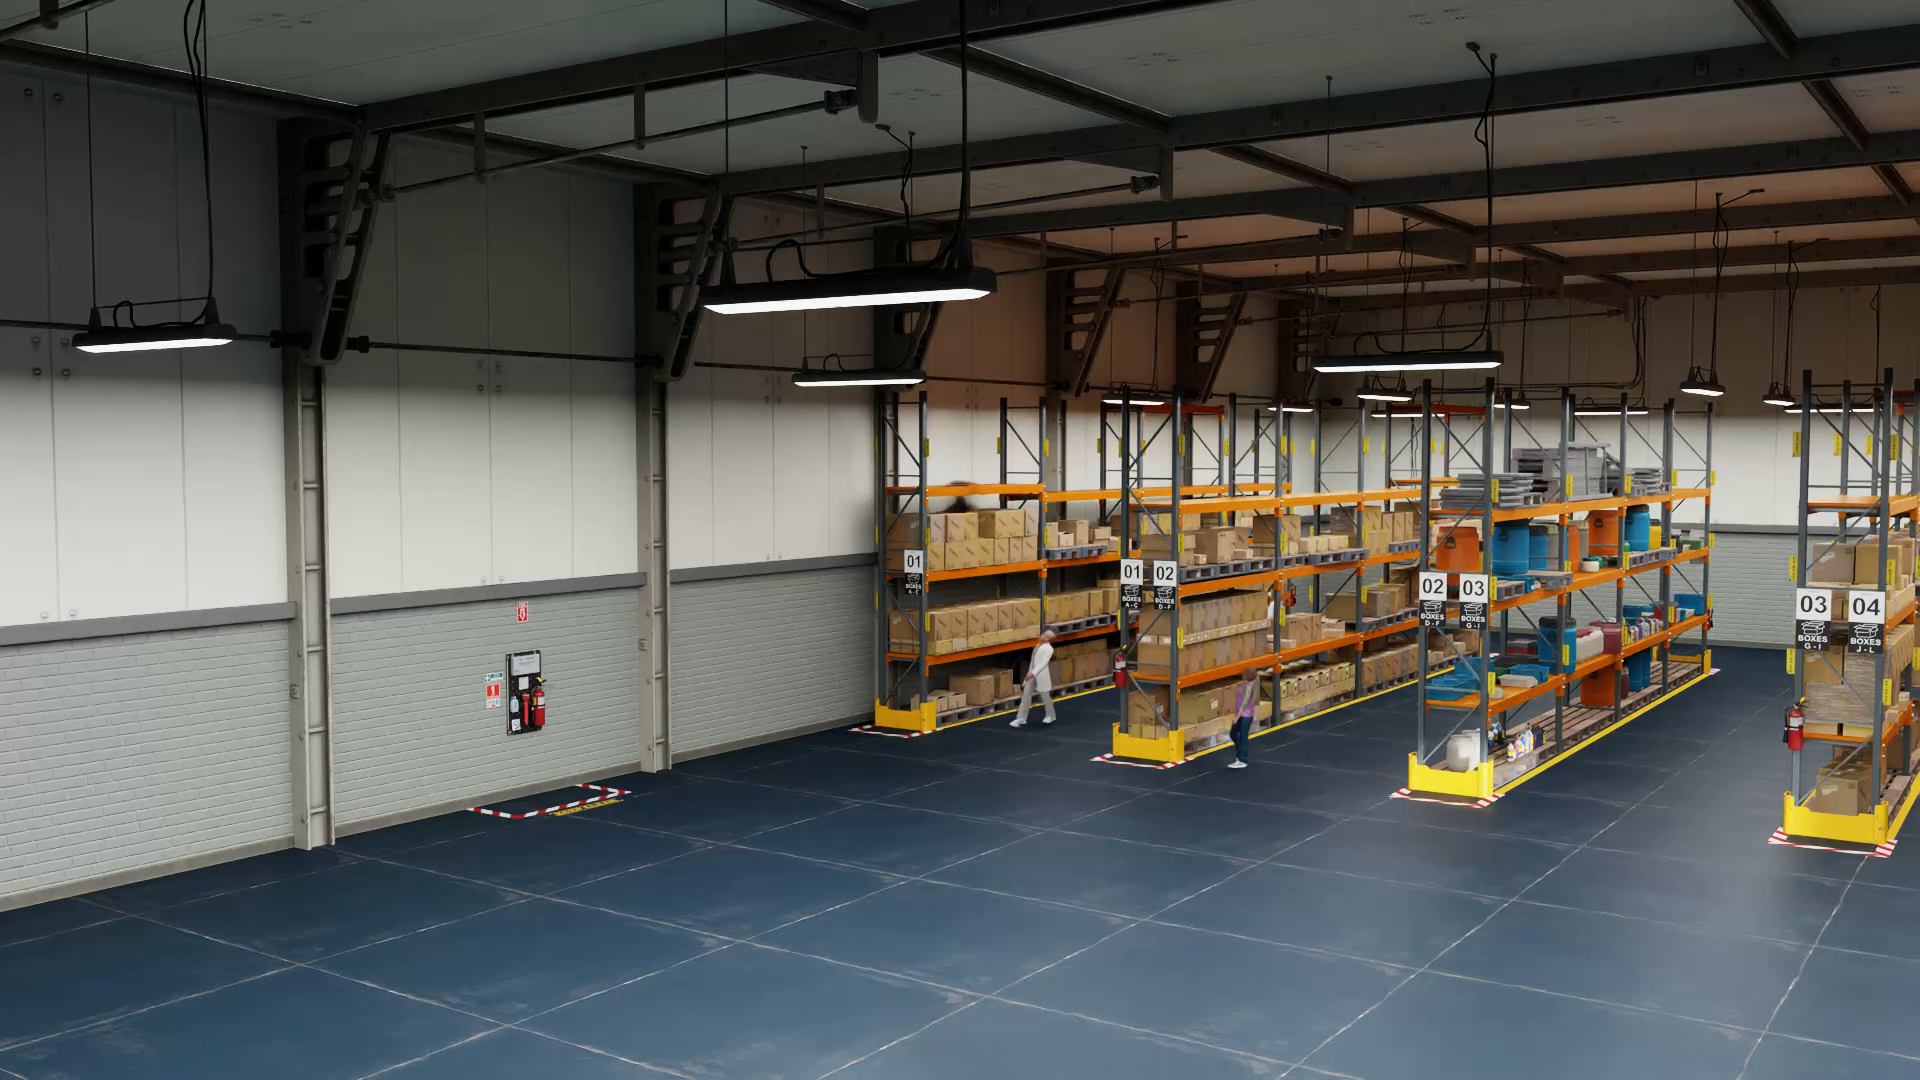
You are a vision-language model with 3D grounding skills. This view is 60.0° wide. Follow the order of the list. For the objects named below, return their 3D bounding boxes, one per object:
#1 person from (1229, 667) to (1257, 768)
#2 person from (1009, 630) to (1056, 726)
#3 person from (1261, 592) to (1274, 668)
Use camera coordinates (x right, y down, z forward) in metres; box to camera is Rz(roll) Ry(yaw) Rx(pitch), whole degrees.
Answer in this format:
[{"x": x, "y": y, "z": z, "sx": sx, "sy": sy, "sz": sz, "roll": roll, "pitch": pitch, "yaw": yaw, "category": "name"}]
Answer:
[{"x": 4.410, "y": 2.782, "z": 26.032, "sx": 0.426, "sy": 1.619, "sz": 0.452, "roll": -1, "pitch": 3, "yaw": -12, "category": "person"}, {"x": 1.382, "y": 2.471, "z": 29.865, "sx": 0.574, "sy": 1.693, "sz": 1.052, "roll": 3, "pitch": 4, "yaw": 43, "category": "person"}, {"x": 7.018, "y": 2.034, "z": 37.962, "sx": 0.717, "sy": 1.738, "sz": 0.734, "roll": 1, "pitch": 3, "yaw": 16, "category": "person"}]
